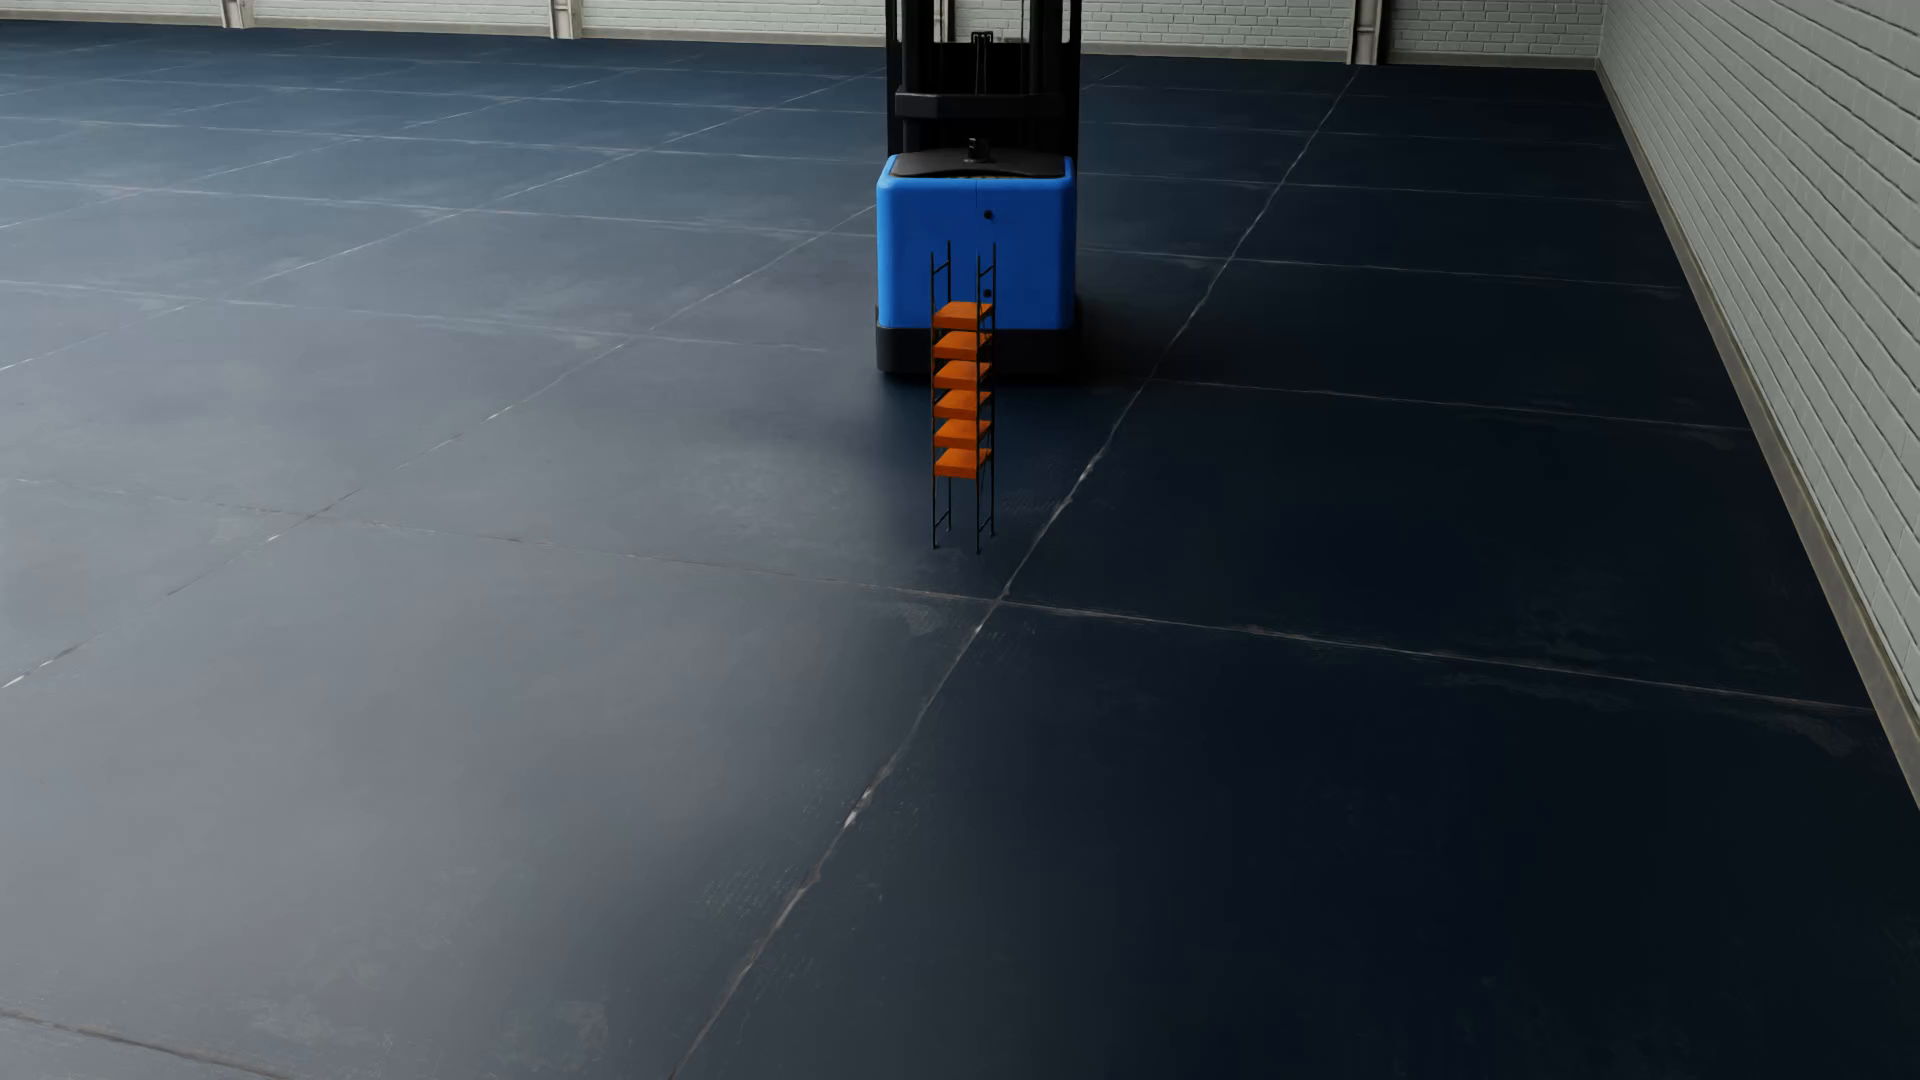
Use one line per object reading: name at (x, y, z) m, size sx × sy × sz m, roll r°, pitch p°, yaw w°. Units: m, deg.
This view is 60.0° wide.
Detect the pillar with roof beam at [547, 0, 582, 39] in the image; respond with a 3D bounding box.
pillar with roof beam at (-7.303, -10.341, 20.123) m, size 0.400 × 9.000 × 9.100 m, roll 7°, pitch 23°, yaw 16°

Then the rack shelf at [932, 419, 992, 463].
rack shelf at (0.014, -0.401, 6.601) m, size 0.180 × 0.103 × 0.258 m, roll 7°, pitch 23°, yaw 16°

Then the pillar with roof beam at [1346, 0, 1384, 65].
pillar with roof beam at (4.186, -9.026, 16.916) m, size 0.400 × 9.000 × 9.100 m, roll 7°, pitch 23°, yaw 16°

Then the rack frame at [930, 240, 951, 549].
rack frame at (-0.074, -0.564, 6.563) m, size 0.006 × 1.200 × 0.240 m, roll 7°, pitch 23°, yaw 16°

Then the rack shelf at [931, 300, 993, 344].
rack shelf at (0.014, -0.845, 6.419) m, size 0.180 × 0.103 × 0.258 m, roll 7°, pitch 23°, yaw 16°

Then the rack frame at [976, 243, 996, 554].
rack frame at (0.101, -0.544, 6.514) m, size 0.006 × 1.200 × 0.240 m, roll 7°, pitch 23°, yaw 16°

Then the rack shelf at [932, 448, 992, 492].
rack shelf at (0.014, -0.290, 6.646) m, size 0.180 × 0.103 × 0.258 m, roll 7°, pitch 23°, yaw 16°

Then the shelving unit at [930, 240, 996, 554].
shelving unit at (0.014, -0.554, 6.538) m, size 0.189 × 1.200 × 0.258 m, roll 7°, pitch 23°, yaw 16°

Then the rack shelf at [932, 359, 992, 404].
rack shelf at (0.014, -0.623, 6.510) m, size 0.180 × 0.103 × 0.258 m, roll 7°, pitch 23°, yaw 16°

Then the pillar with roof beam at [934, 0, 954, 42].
pillar with roof beam at (-1.559, -9.683, 18.520) m, size 0.400 × 9.000 × 9.100 m, roll 7°, pitch 23°, yaw 16°

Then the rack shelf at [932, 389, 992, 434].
rack shelf at (0.014, -0.512, 6.555) m, size 0.180 × 0.103 × 0.258 m, roll 7°, pitch 23°, yaw 16°

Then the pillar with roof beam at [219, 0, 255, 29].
pillar with roof beam at (-13.047, -10.999, 21.727) m, size 0.400 × 9.000 × 9.100 m, roll 7°, pitch 23°, yaw 16°

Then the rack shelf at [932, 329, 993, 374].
rack shelf at (0.014, -0.734, 6.464) m, size 0.180 × 0.103 × 0.258 m, roll 7°, pitch 23°, yaw 16°

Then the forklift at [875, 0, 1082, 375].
forklift at (0.140, -2.733, 9.570) m, size 1.130 × 2.935 × 3.031 m, roll 1°, pitch 22°, yaw 2°
